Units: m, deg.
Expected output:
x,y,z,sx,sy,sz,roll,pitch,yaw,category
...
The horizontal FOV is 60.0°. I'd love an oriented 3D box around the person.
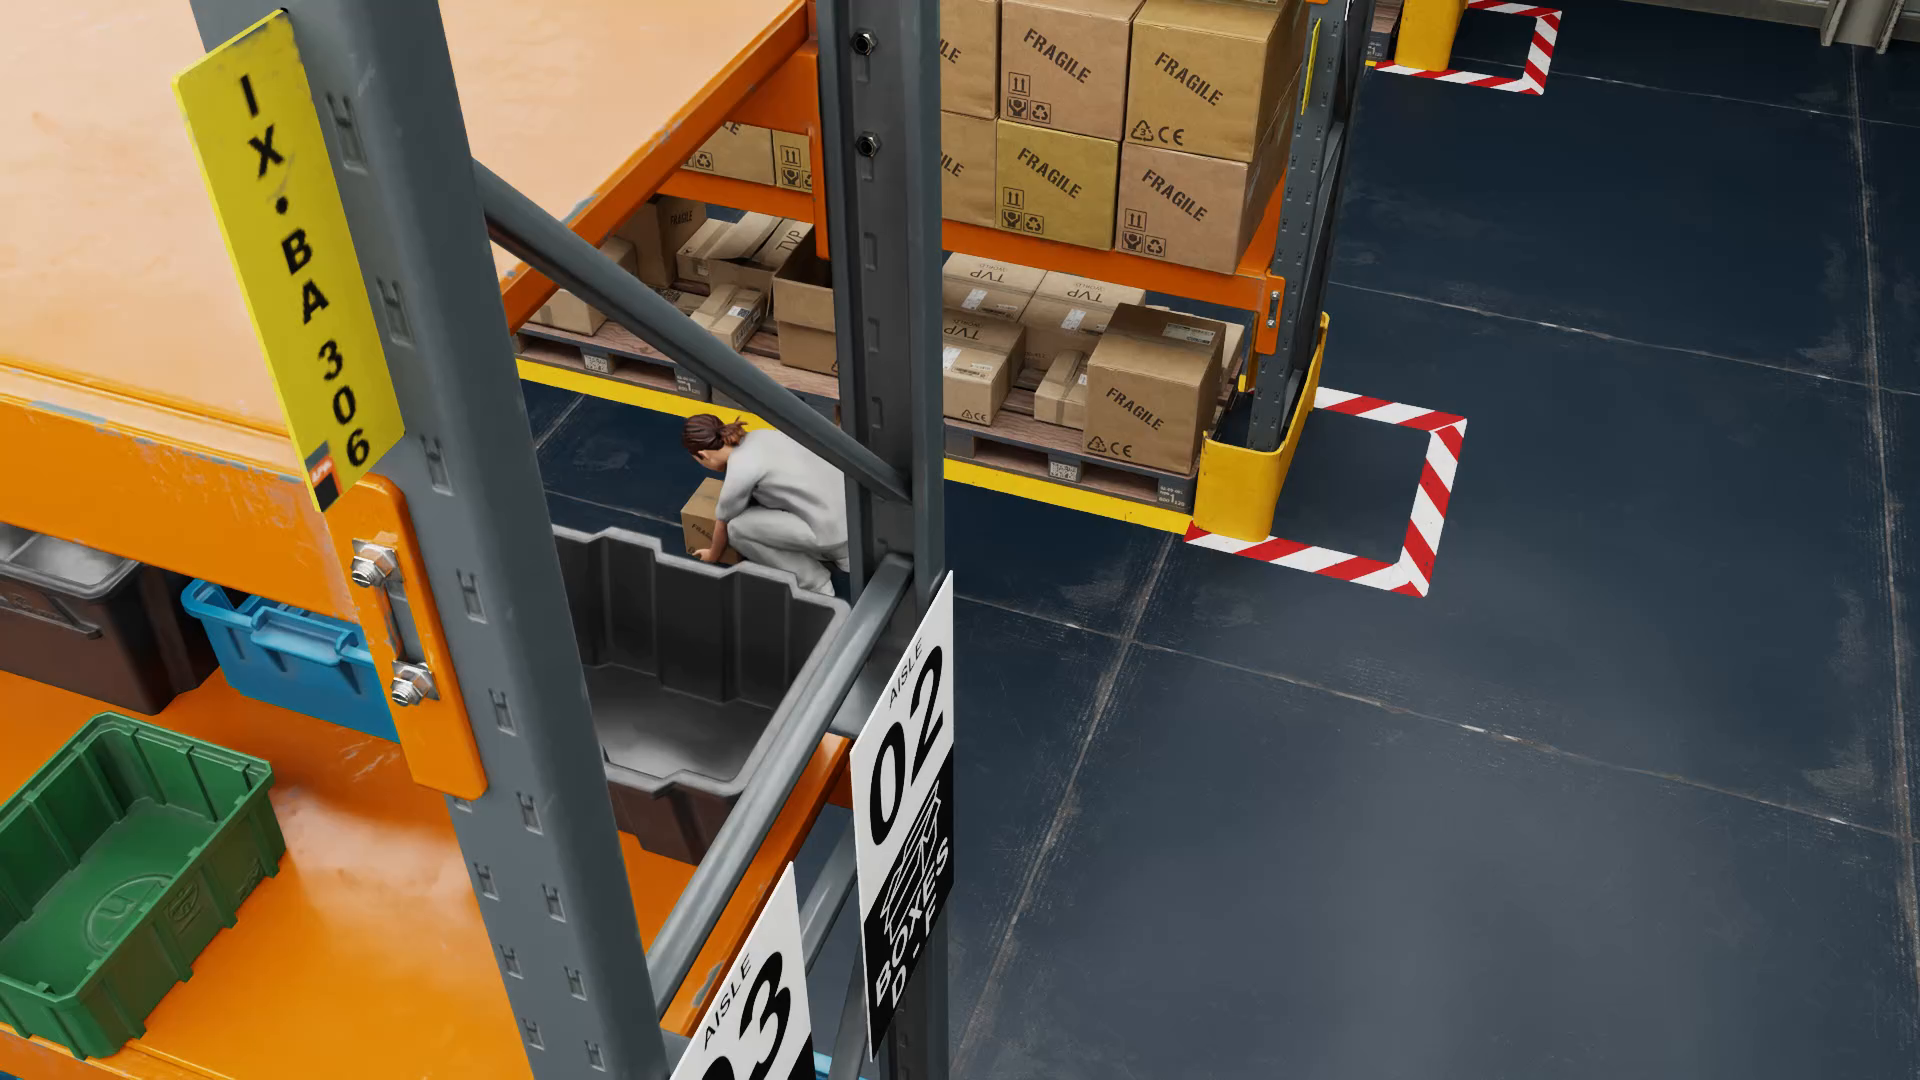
x,y,z,sx,sy,sz,roll,pitch,yaw,category
-0.772,-0.144,7.078,0.832,0.822,0.475,19,45,20,person
